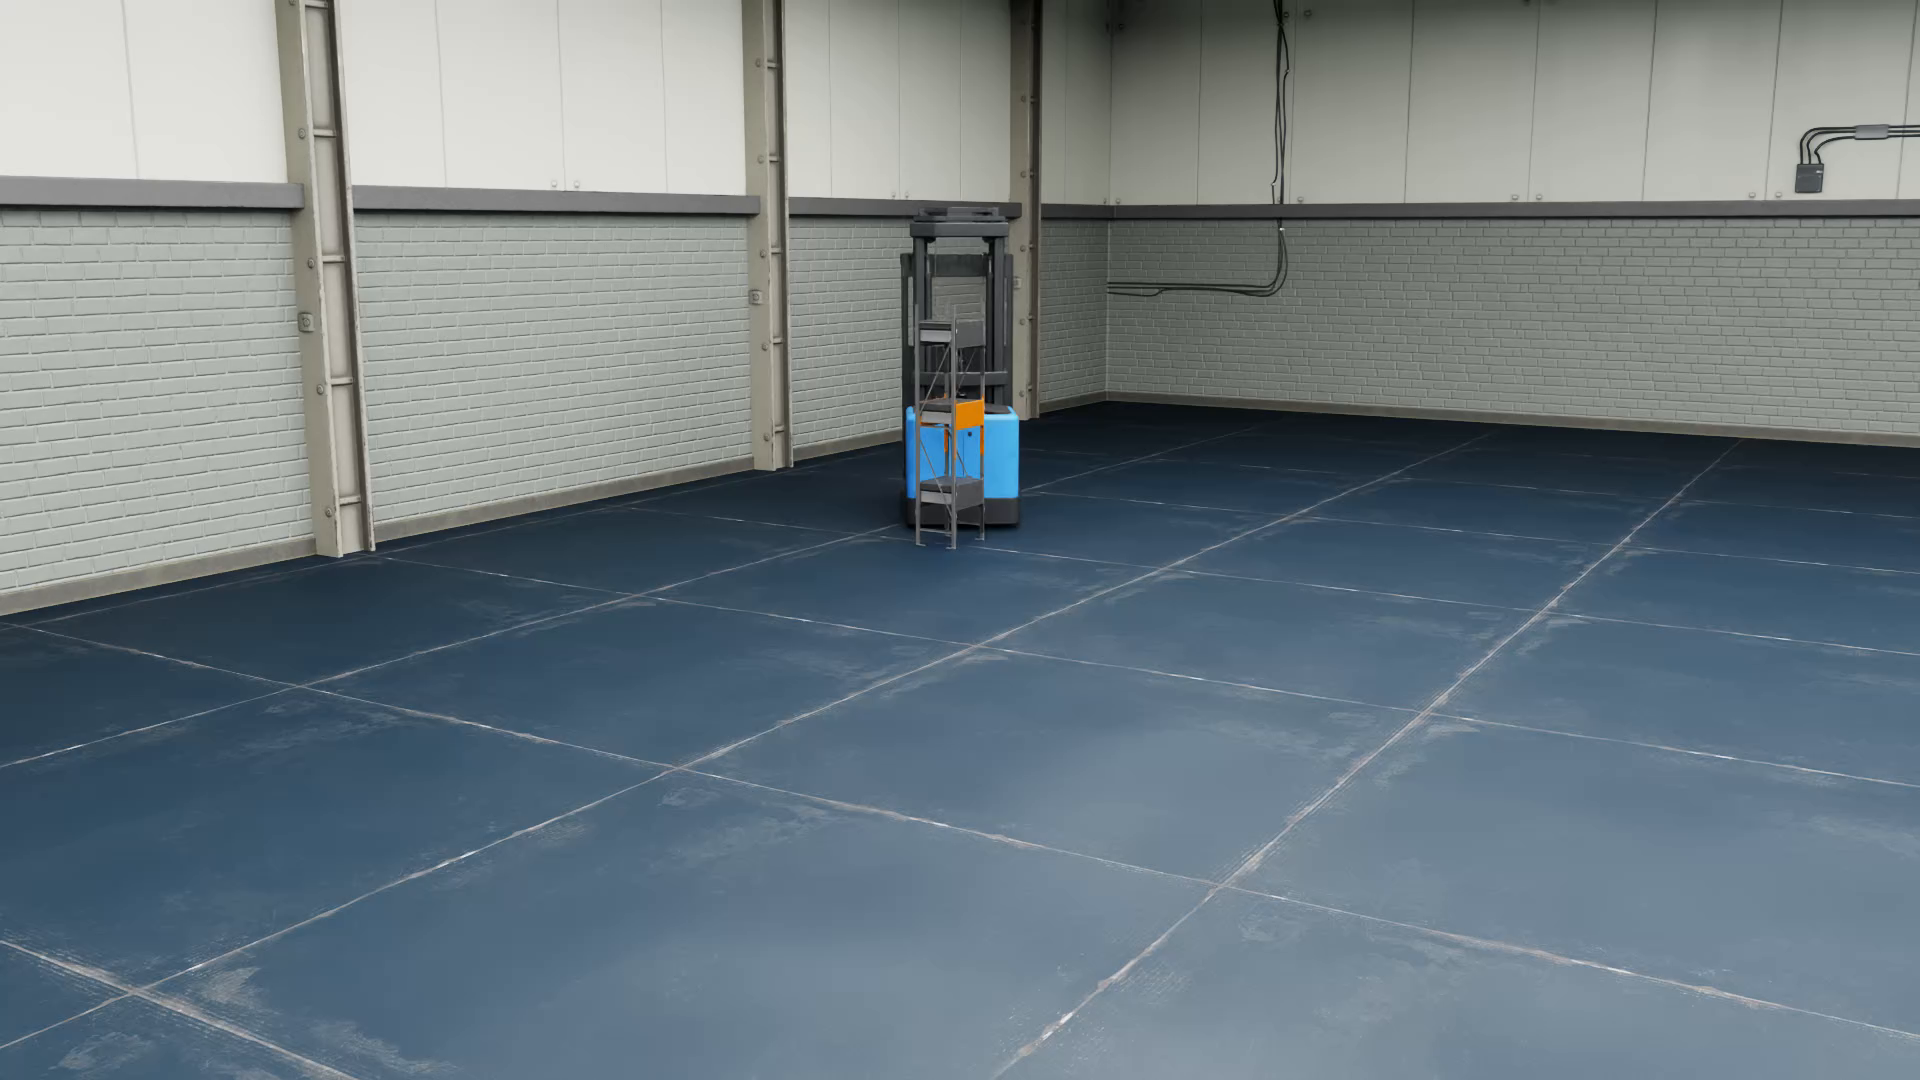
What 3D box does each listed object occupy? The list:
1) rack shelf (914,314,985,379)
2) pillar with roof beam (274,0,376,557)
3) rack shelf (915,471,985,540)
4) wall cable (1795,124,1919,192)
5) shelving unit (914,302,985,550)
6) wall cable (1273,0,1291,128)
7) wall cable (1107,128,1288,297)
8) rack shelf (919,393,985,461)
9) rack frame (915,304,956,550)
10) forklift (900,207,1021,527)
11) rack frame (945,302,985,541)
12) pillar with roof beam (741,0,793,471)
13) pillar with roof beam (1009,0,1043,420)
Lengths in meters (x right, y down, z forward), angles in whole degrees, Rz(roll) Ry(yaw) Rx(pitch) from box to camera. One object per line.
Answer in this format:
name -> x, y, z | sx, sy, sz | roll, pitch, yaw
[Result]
rack shelf -> -0.086, -1.681, 14.410 | 0.431, 0.518, 0.480 | 6, 12, 31
pillar with roof beam -> -1.614, -3.909, 11.297 | 9.100, 9.000, 0.400 | 6, 12, 31
rack shelf -> -0.086, -0.305, 14.668 | 0.431, 0.518, 0.480 | 6, 12, 31
wall cable -> 11.702, -7.307, 20.204 | 2.305, 6.003, 0.169 | 6, 12, 31
shelving unit -> -0.086, -1.006, 14.536 | 0.431, 2.100, 0.503 | 6, 12, 31
wall cable -> 5.908, -7.243, 23.815 | 3.097, 2.526, 0.112 | 6, 12, 31
wall cable -> 3.596, -5.019, 25.660 | 3.097, 2.526, 0.112 | 6, 12, 31
rack shelf -> -0.086, -0.993, 14.539 | 0.431, 0.518, 0.480 | 6, 12, 31
rack frame -> -0.213, -0.968, 14.331 | 0.400, 2.100, 0.015 | 6, 12, 31
forklift -> -0.038, -1.791, 16.472 | 1.130, 2.935, 3.031 | 0, 11, -3
rack frame -> 0.041, -1.044, 14.741 | 0.400, 2.100, 0.015 | 6, 12, 31
pillar with roof beam -> 1.501, -4.853, 16.337 | 9.100, 9.000, 0.400 | 6, 12, 31
pillar with roof beam -> 4.616, -5.797, 21.377 | 9.100, 9.000, 0.400 | 6, 12, 31
